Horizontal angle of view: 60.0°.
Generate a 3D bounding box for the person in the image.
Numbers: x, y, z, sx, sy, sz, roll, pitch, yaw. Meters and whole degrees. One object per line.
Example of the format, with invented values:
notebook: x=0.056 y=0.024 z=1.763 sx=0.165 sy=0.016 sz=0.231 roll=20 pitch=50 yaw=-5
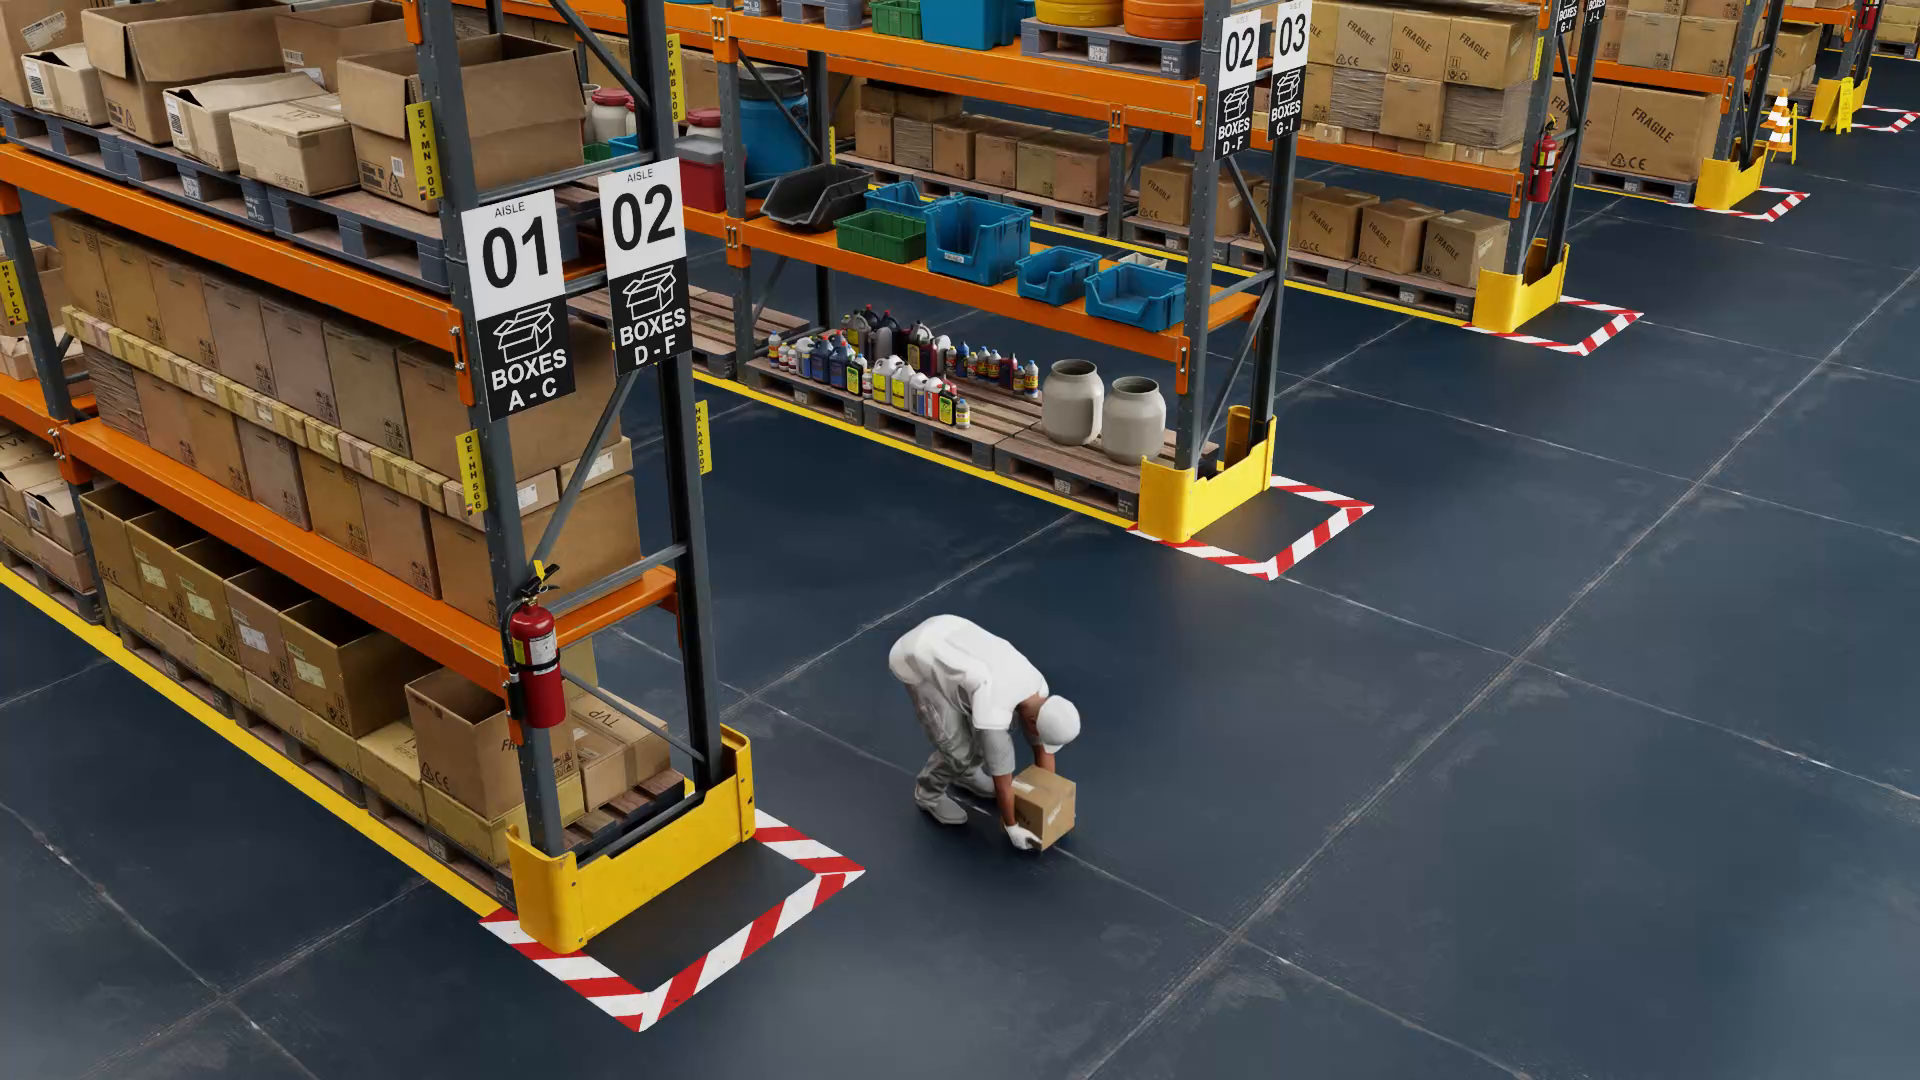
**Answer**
person: x=0.132 y=0.881 z=7.761 sx=0.981 sy=0.973 sz=0.522 roll=19 pitch=33 yaw=32
